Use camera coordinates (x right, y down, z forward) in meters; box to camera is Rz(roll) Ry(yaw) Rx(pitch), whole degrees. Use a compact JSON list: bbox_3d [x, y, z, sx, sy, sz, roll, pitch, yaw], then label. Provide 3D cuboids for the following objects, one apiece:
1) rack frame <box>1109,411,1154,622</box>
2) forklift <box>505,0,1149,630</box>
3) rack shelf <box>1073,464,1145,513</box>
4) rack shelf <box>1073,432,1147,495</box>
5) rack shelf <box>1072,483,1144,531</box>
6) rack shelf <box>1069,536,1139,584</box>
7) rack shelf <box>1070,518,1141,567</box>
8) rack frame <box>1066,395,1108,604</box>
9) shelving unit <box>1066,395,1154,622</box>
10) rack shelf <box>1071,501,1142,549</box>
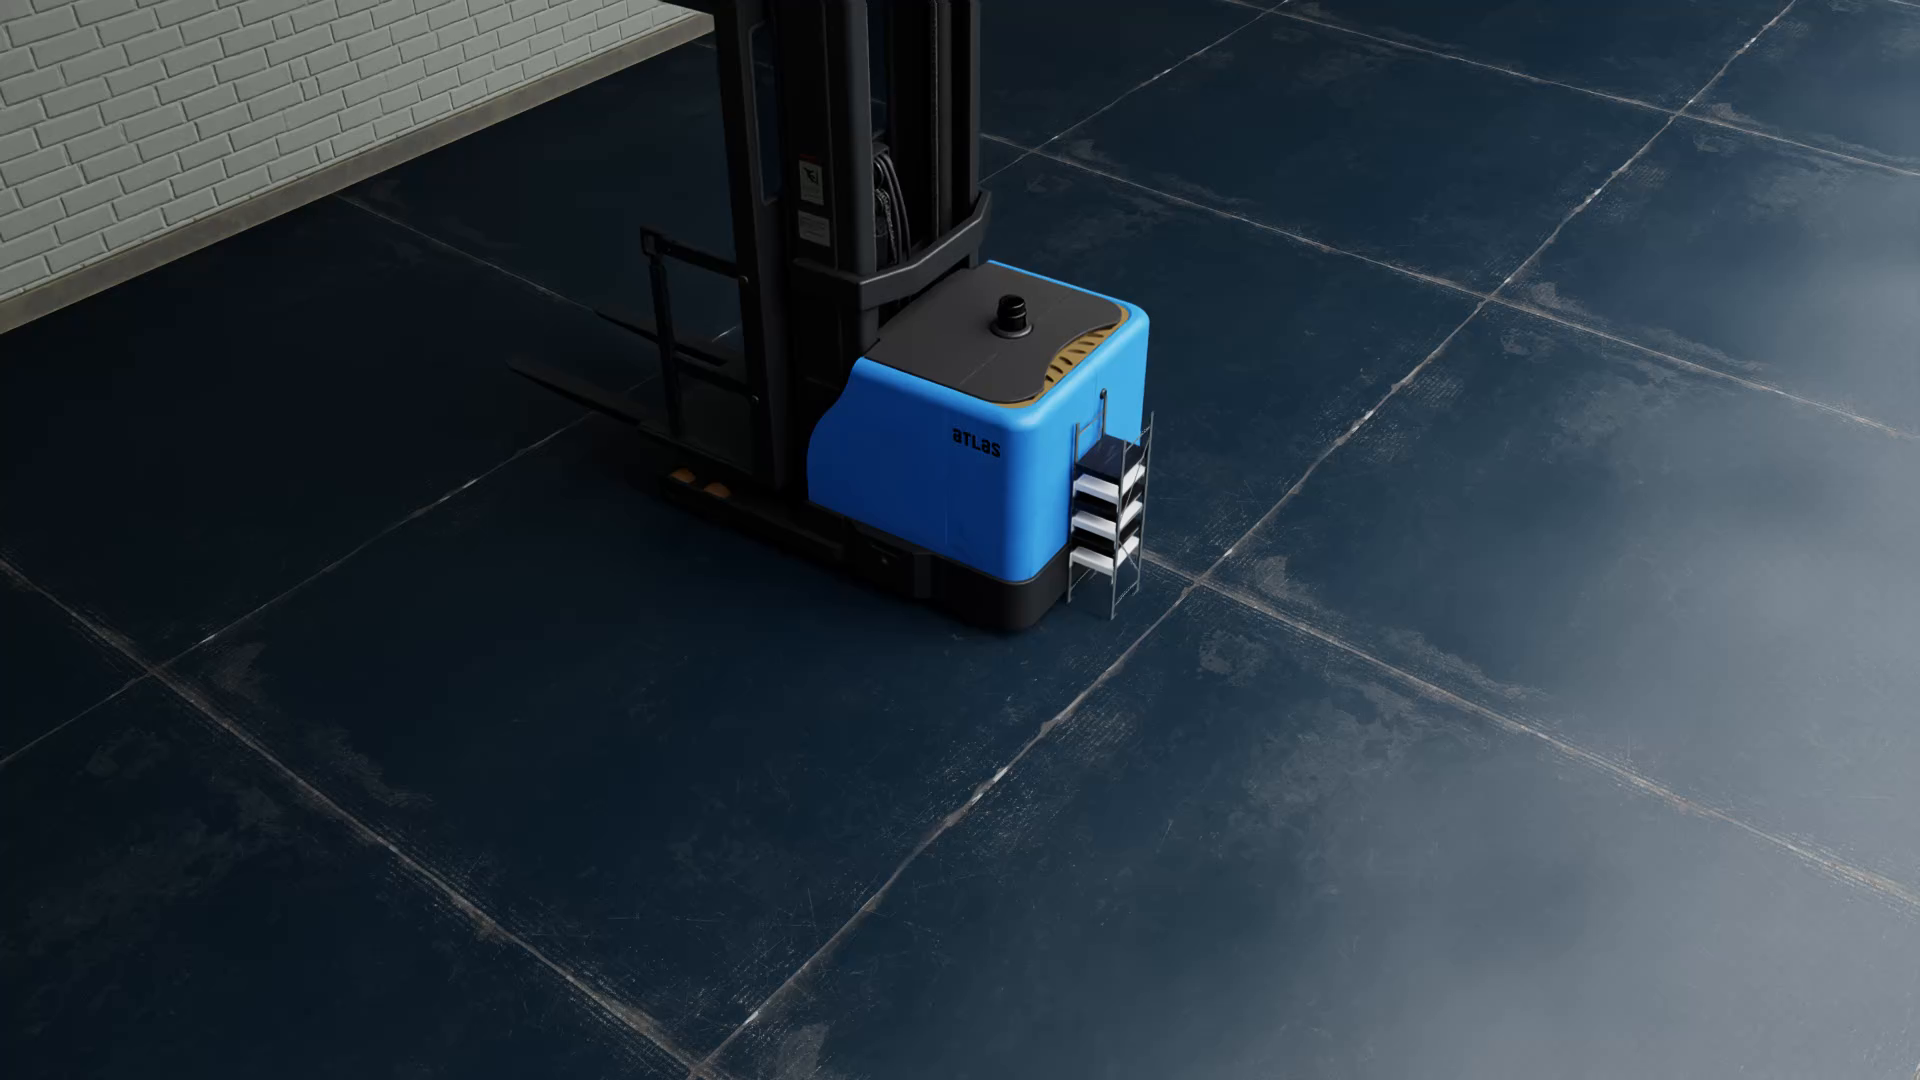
[{"bbox_3d":[0.681,-0.082,6.625,0.006,0.900,0.240,22,43,25],"label":"rack frame"},{"bbox_3d":[-0.734,-1.491,6.776,3.031,2.935,1.130,22,43,25],"label":"forklift"},{"bbox_3d":[0.596,-0.232,6.578,0.200,0.077,0.258,22,43,25],"label":"rack shelf"},{"bbox_3d":[0.596,-0.303,6.523,0.200,0.077,0.258,22,43,25],"label":"rack shelf"},{"bbox_3d":[0.596,-0.161,6.634,0.200,0.077,0.258,22,43,25],"label":"rack shelf"},{"bbox_3d":[0.596,0.052,6.800,0.200,0.077,0.258,22,43,25],"label":"rack shelf"},{"bbox_3d":[0.596,-0.019,6.745,0.200,0.077,0.258,22,43,25],"label":"rack shelf"},{"bbox_3d":[0.510,-0.150,6.712,0.006,0.900,0.240,22,43,25],"label":"rack frame"},{"bbox_3d":[0.596,-0.116,6.668,0.210,0.900,0.258,22,43,25],"label":"shelving unit"},{"bbox_3d":[0.596,-0.090,6.689,0.200,0.077,0.258,22,43,25],"label":"rack shelf"}]
